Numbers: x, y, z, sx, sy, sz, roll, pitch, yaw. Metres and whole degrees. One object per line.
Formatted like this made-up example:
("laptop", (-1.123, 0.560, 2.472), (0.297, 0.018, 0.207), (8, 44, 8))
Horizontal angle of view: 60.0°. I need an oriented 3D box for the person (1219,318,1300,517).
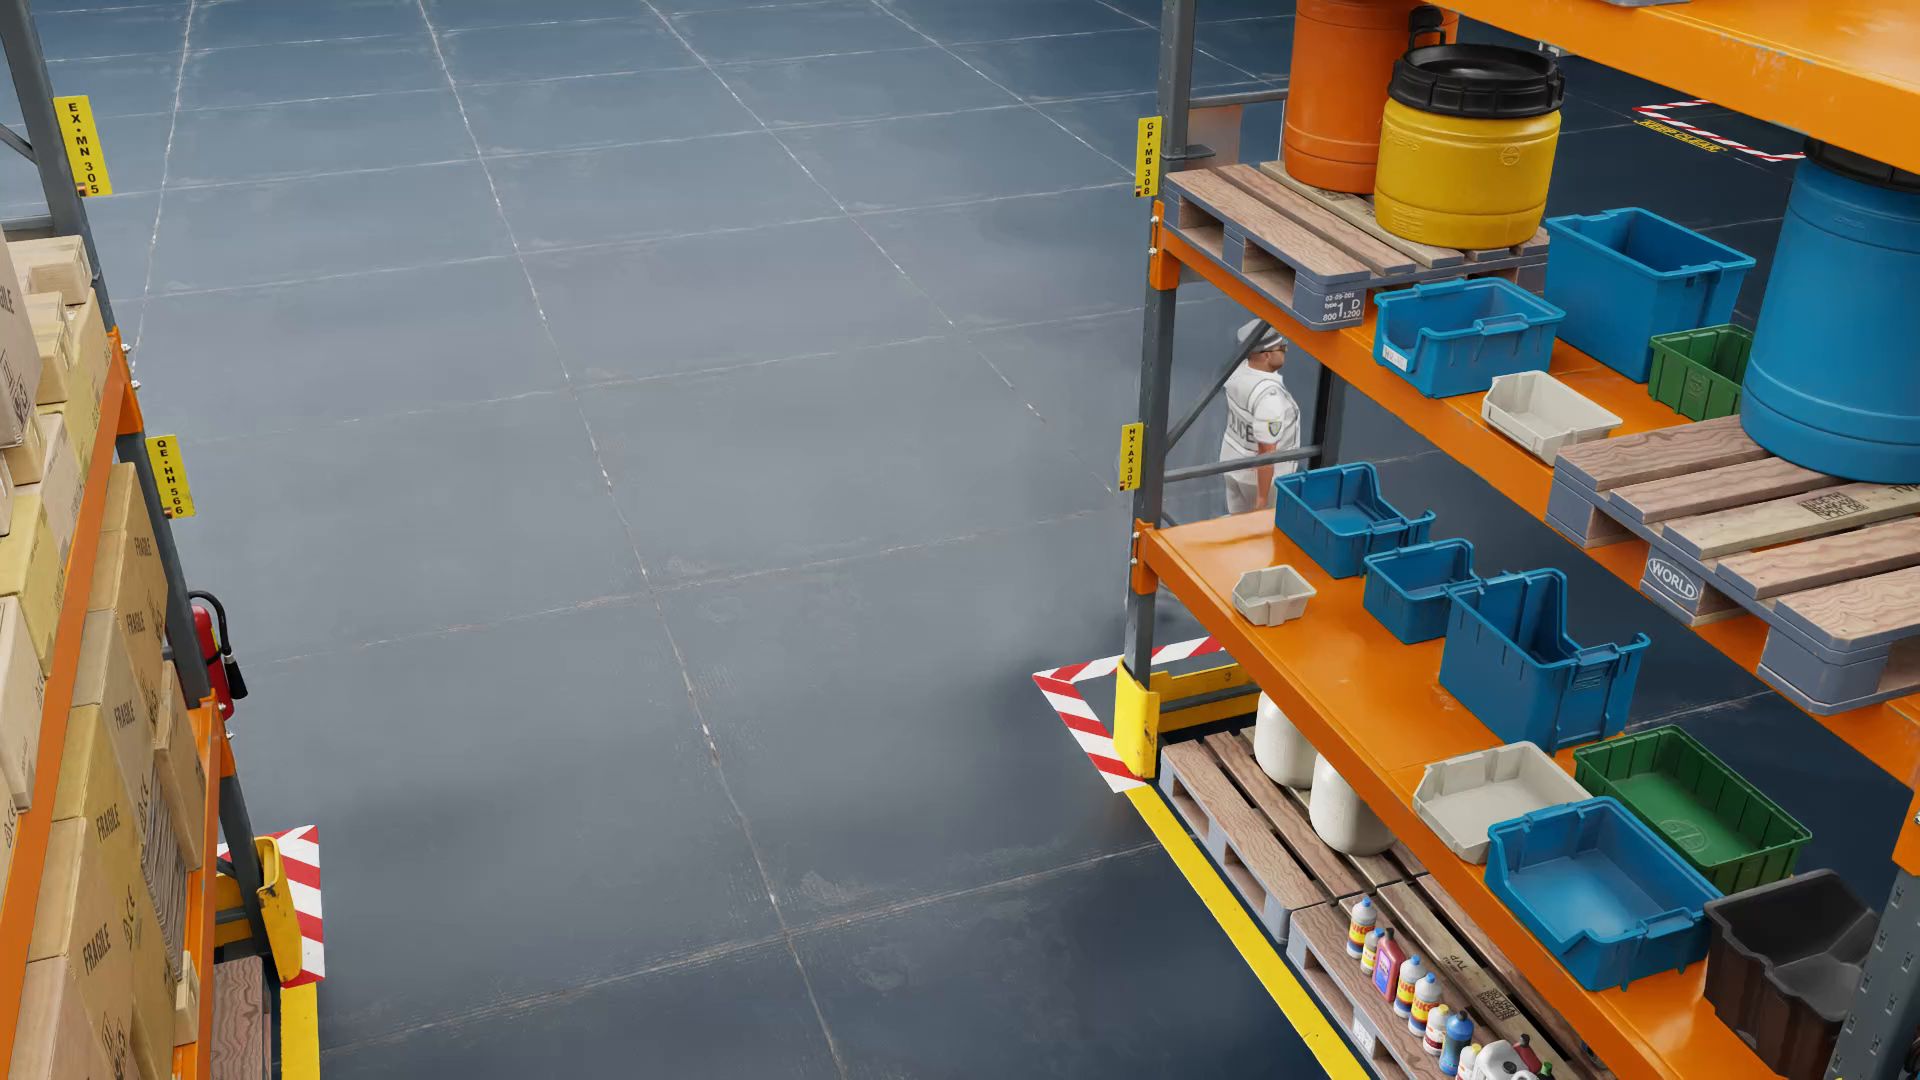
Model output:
("person", (1.610, -0.392, 8.979), (0.821, 1.743, 0.532), (-10, 31, -18))
